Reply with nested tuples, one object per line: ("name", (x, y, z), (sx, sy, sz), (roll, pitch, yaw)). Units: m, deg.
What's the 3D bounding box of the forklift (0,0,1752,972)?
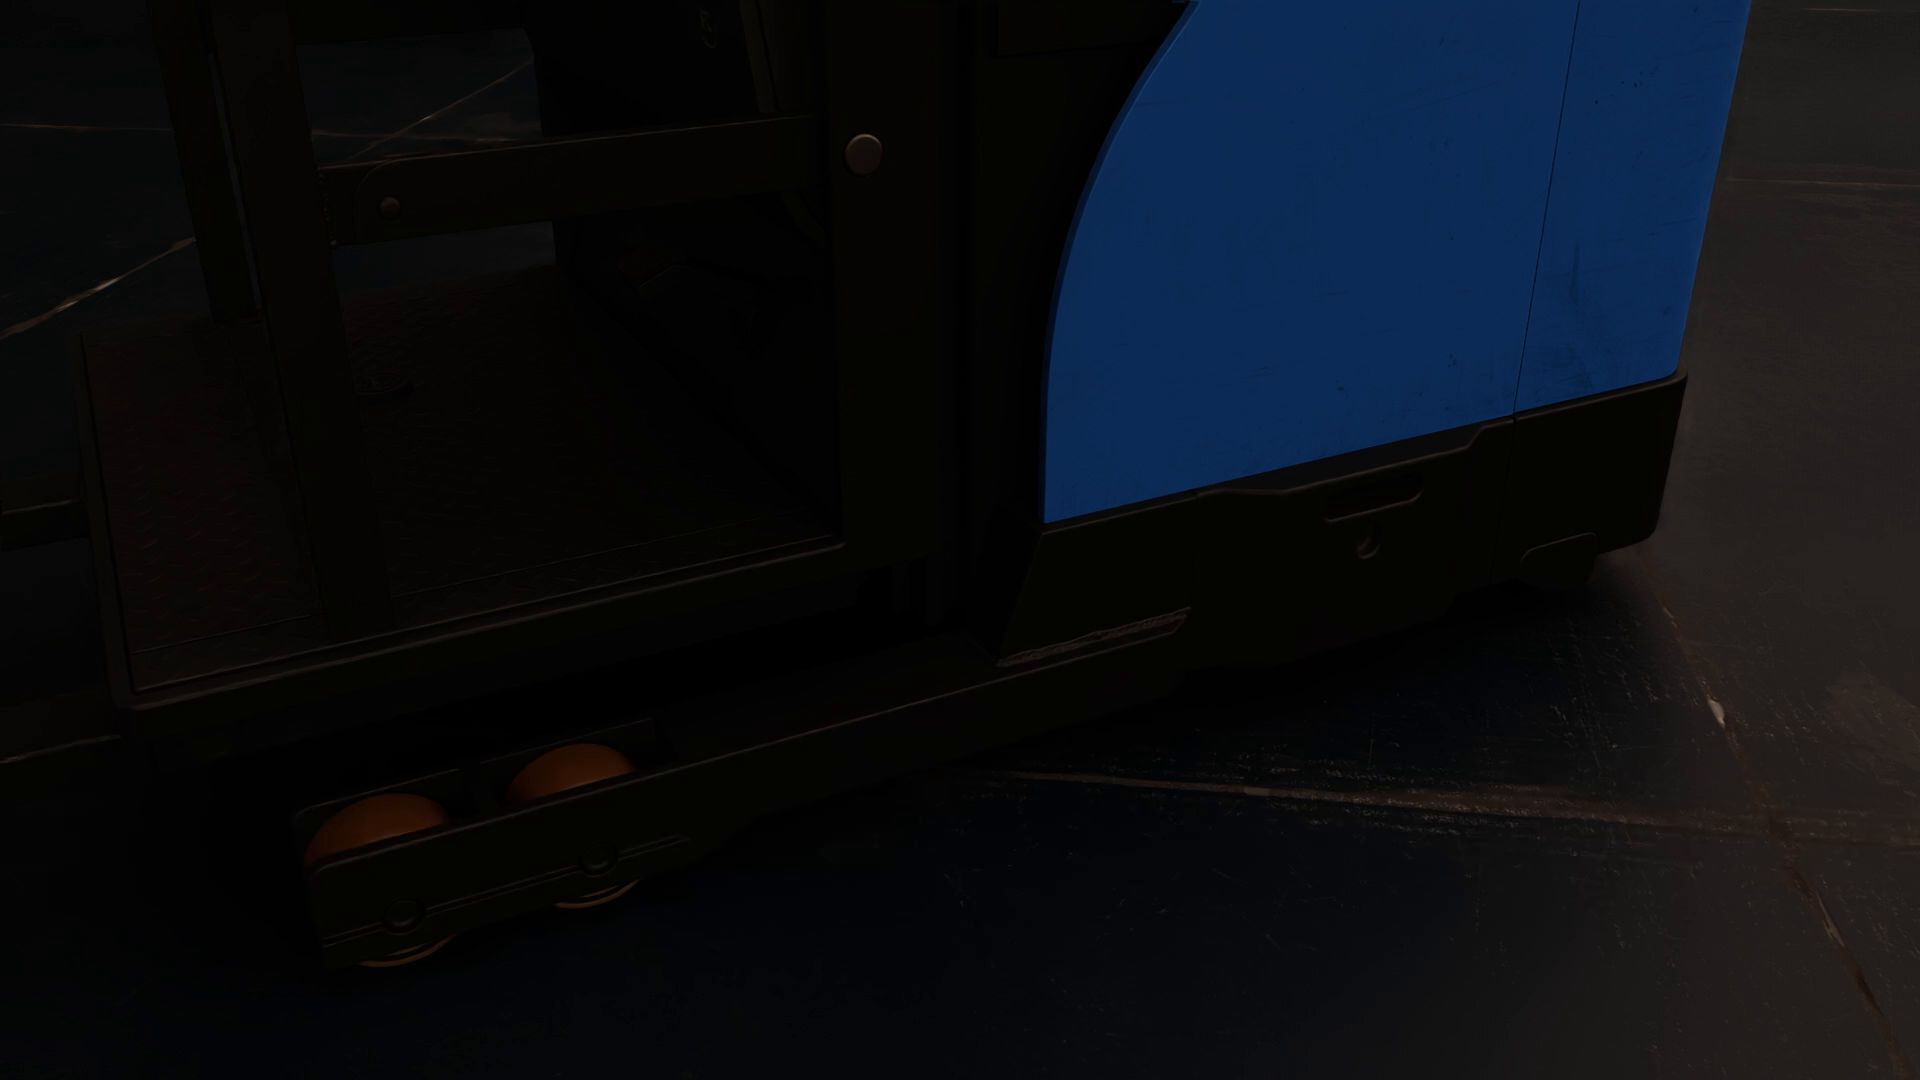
("forklift", (-0.546, -1.158, 1.539), (3.031, 2.935, 1.130), (-13, 29, -24))
